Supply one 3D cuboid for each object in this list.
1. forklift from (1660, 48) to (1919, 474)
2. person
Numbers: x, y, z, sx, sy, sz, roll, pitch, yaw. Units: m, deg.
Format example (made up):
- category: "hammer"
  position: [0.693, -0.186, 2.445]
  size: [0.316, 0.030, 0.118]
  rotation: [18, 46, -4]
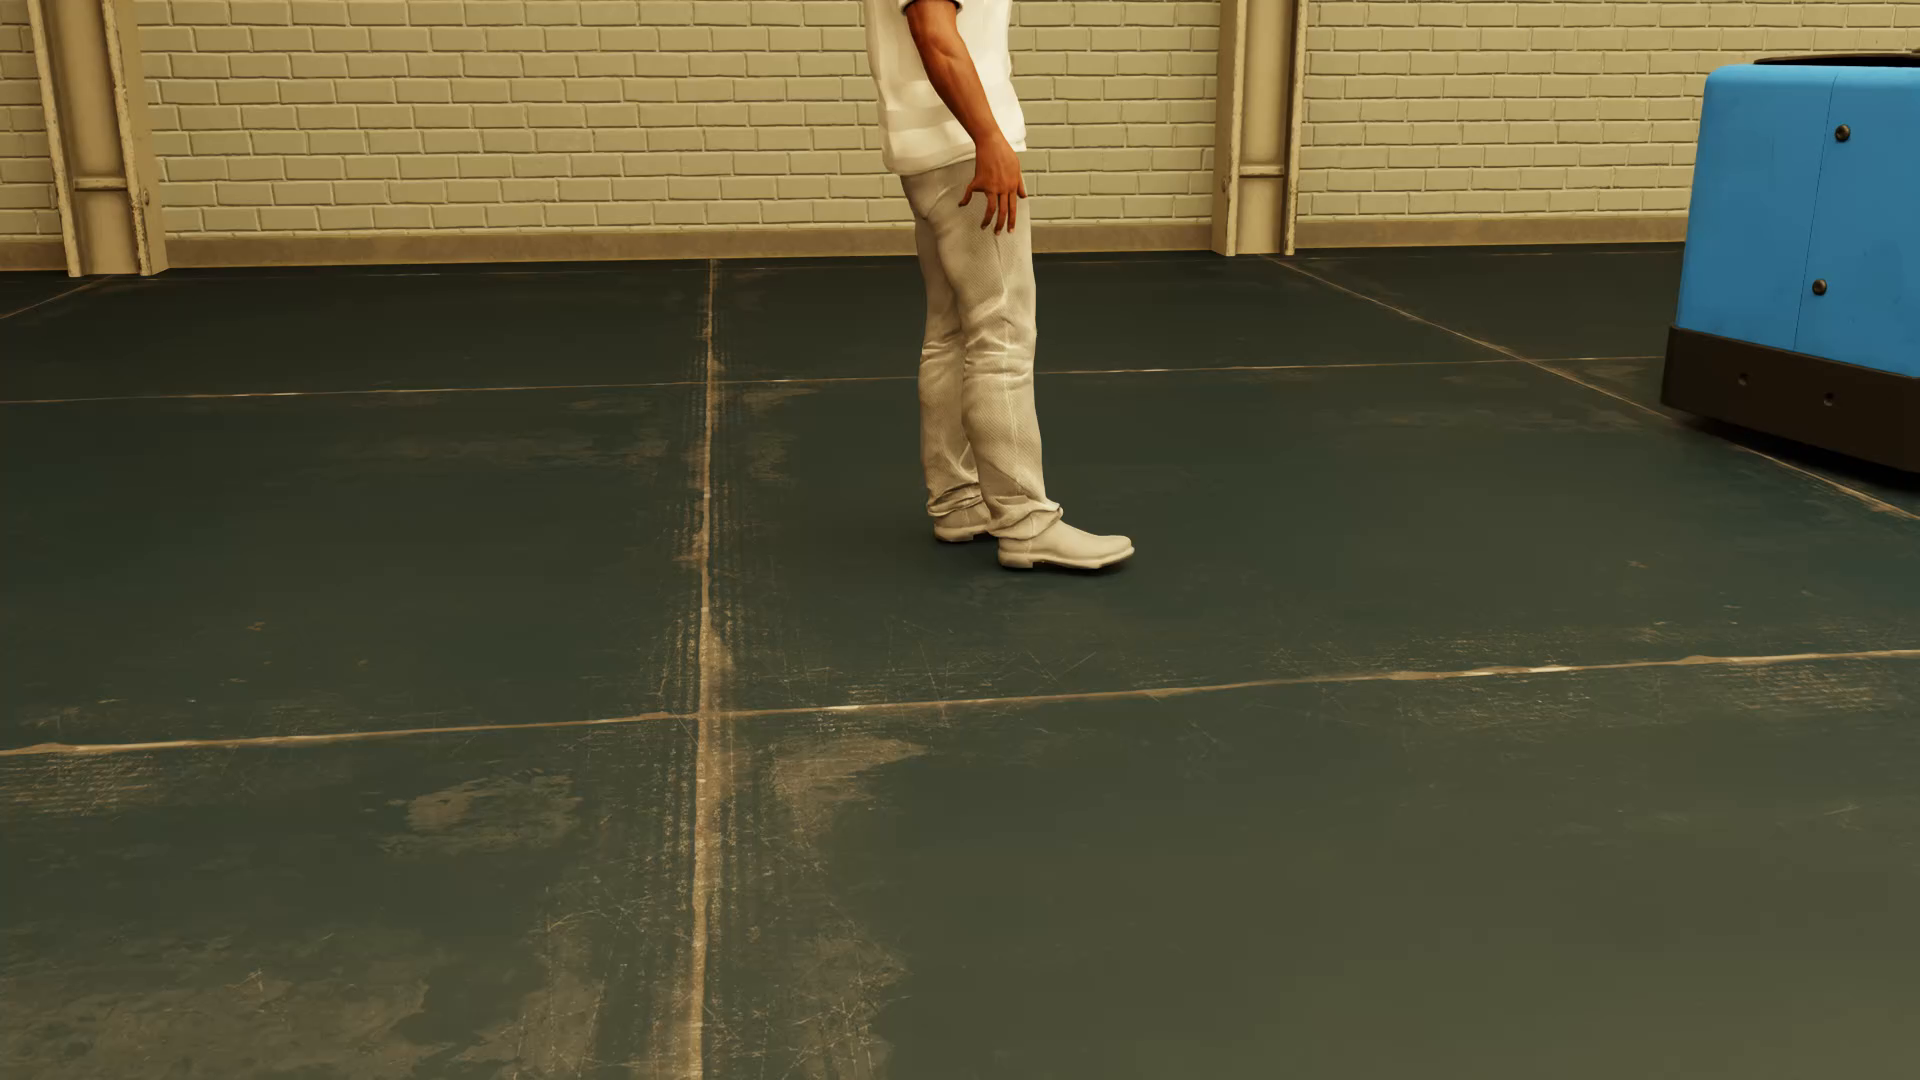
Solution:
- category: "forklift"
  position: [3.724, -1.776, 4.781]
  size: [3.031, 2.935, 1.130]
  rotation: [-6, 18, -19]
- category: "person"
  position: [0.070, -0.854, 3.713]
  size: [0.575, 1.768, 0.665]
  rotation: [-2, 17, -8]
